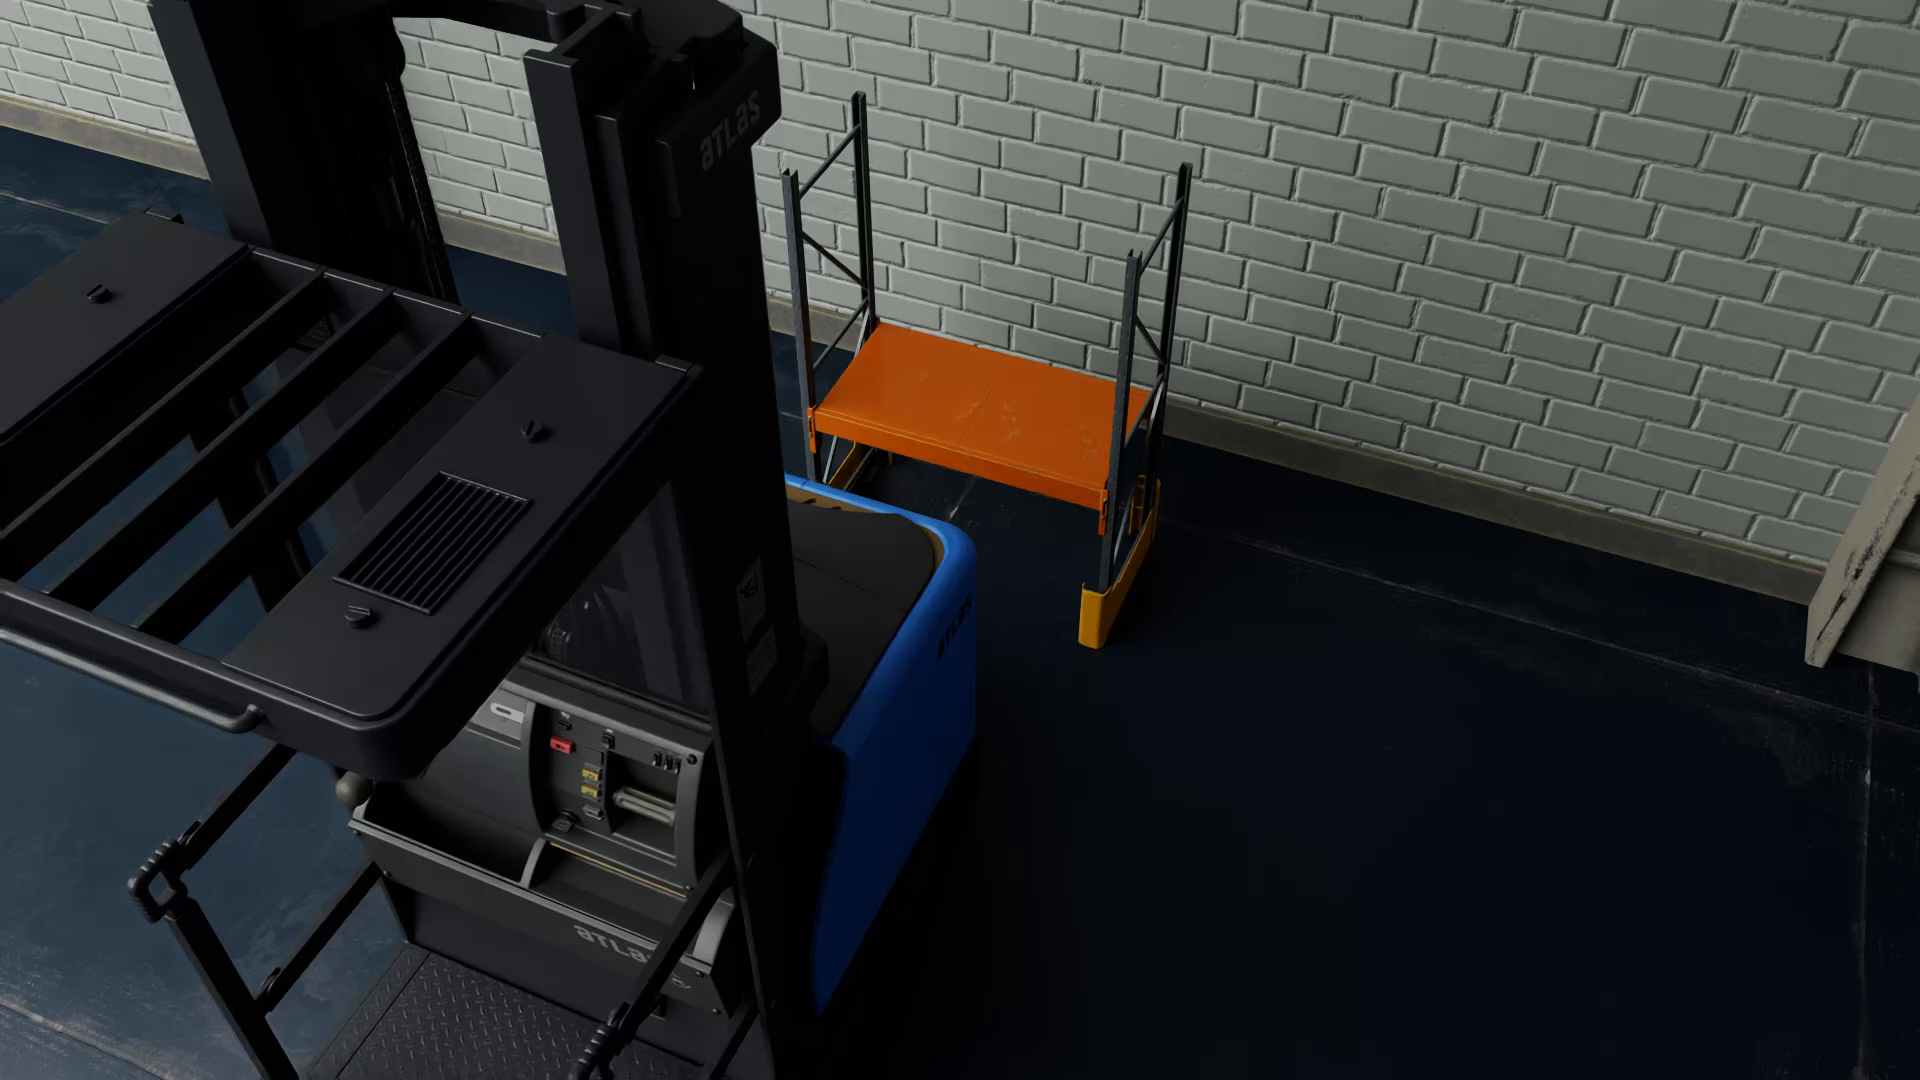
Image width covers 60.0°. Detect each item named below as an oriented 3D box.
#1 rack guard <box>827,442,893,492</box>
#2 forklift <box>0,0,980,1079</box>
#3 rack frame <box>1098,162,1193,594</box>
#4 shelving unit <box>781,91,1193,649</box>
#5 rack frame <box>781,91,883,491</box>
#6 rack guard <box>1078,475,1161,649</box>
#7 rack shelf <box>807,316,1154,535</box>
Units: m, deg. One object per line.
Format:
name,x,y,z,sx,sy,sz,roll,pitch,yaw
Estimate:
rack guard,-0.389,-0.203,5.777,0.087,0.250,0.587,16,47,16
forklift,-0.998,0.513,3.156,1.130,2.935,3.031,17,47,17
rack frame,0.548,-0.370,5.059,0.032,1.500,0.500,16,47,16
shelving unit,0.070,-0.511,5.200,1.083,1.500,0.587,16,47,16
rack frame,-0.390,-0.647,5.336,0.032,1.500,0.500,16,47,16
rack guard,0.530,0.067,5.505,0.087,0.250,0.587,16,47,16
rack shelf,0.079,-0.381,5.325,1.000,0.185,0.538,16,47,16
